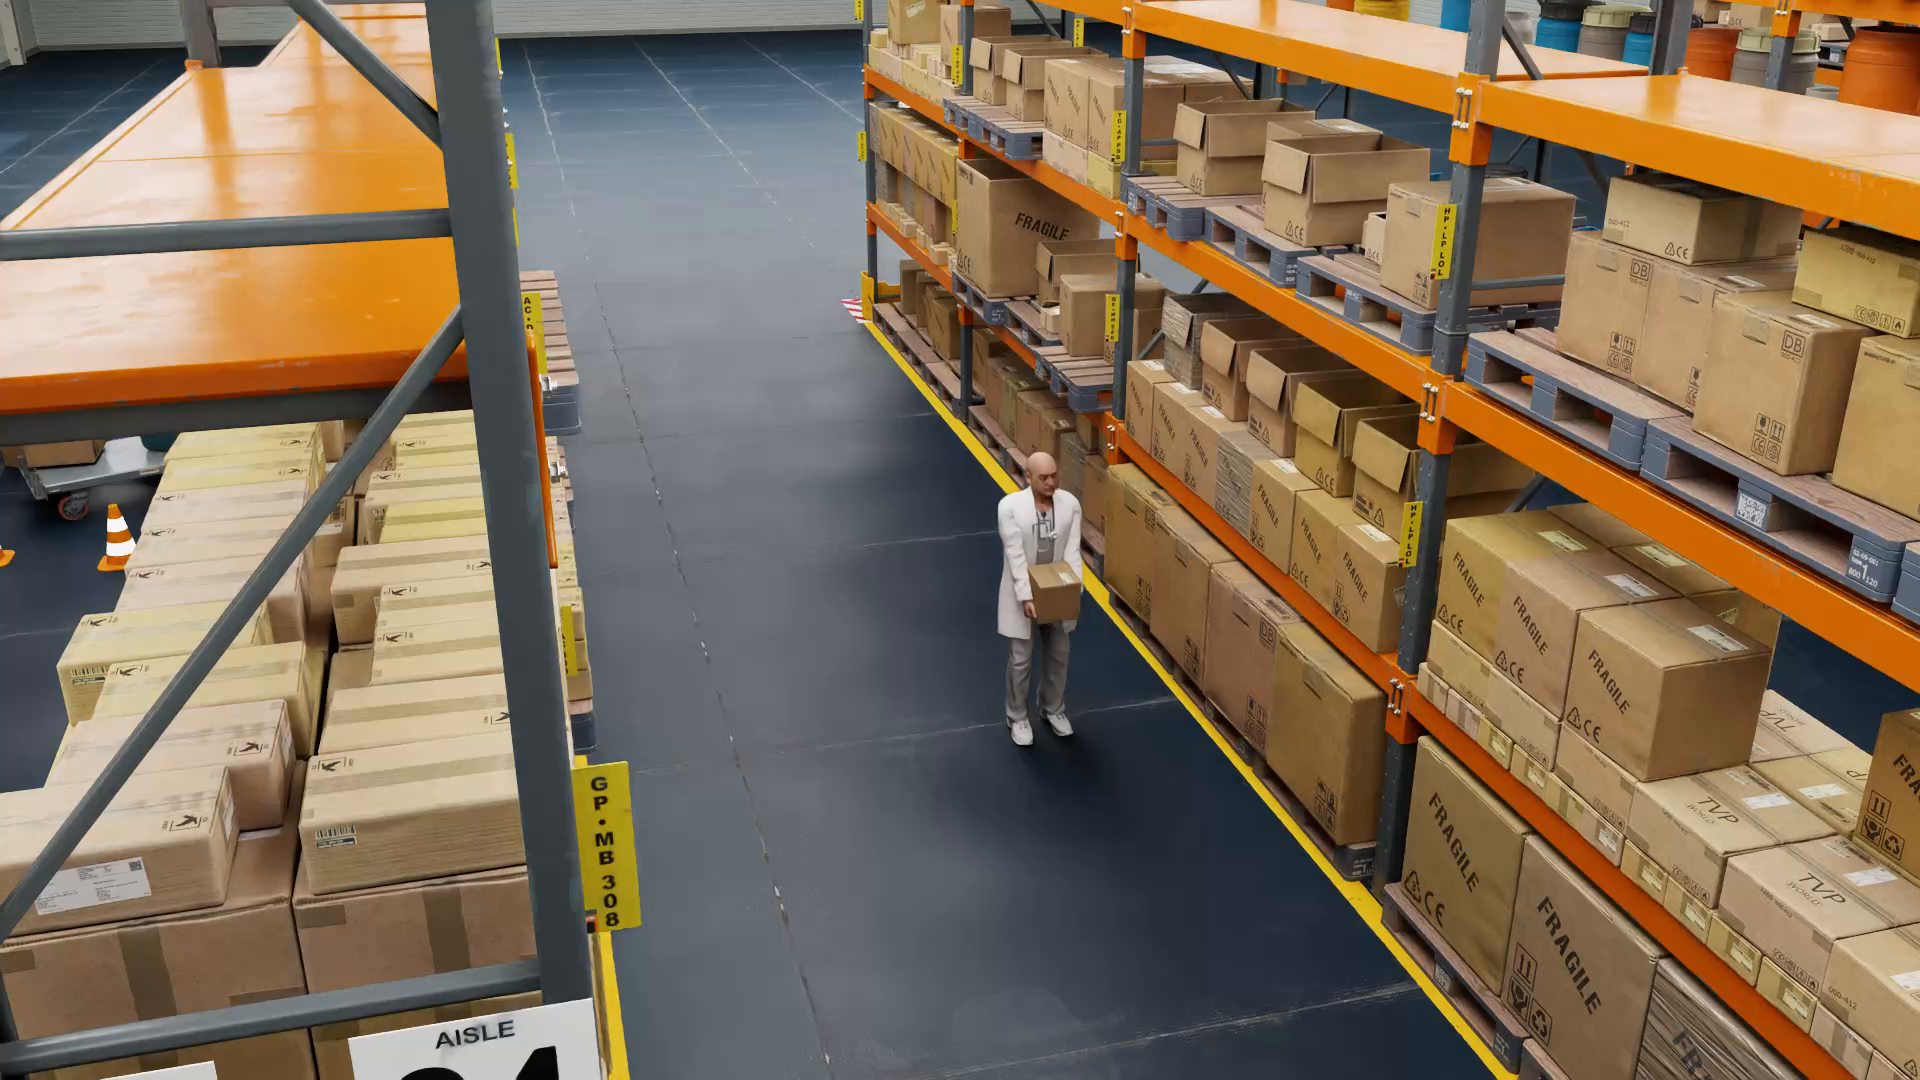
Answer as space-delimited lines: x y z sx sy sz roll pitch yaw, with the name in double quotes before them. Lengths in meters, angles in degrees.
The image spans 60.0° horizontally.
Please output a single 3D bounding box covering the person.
"person" 0.490 0.361 9.834 0.524 1.780 0.555 -7 24 -15
